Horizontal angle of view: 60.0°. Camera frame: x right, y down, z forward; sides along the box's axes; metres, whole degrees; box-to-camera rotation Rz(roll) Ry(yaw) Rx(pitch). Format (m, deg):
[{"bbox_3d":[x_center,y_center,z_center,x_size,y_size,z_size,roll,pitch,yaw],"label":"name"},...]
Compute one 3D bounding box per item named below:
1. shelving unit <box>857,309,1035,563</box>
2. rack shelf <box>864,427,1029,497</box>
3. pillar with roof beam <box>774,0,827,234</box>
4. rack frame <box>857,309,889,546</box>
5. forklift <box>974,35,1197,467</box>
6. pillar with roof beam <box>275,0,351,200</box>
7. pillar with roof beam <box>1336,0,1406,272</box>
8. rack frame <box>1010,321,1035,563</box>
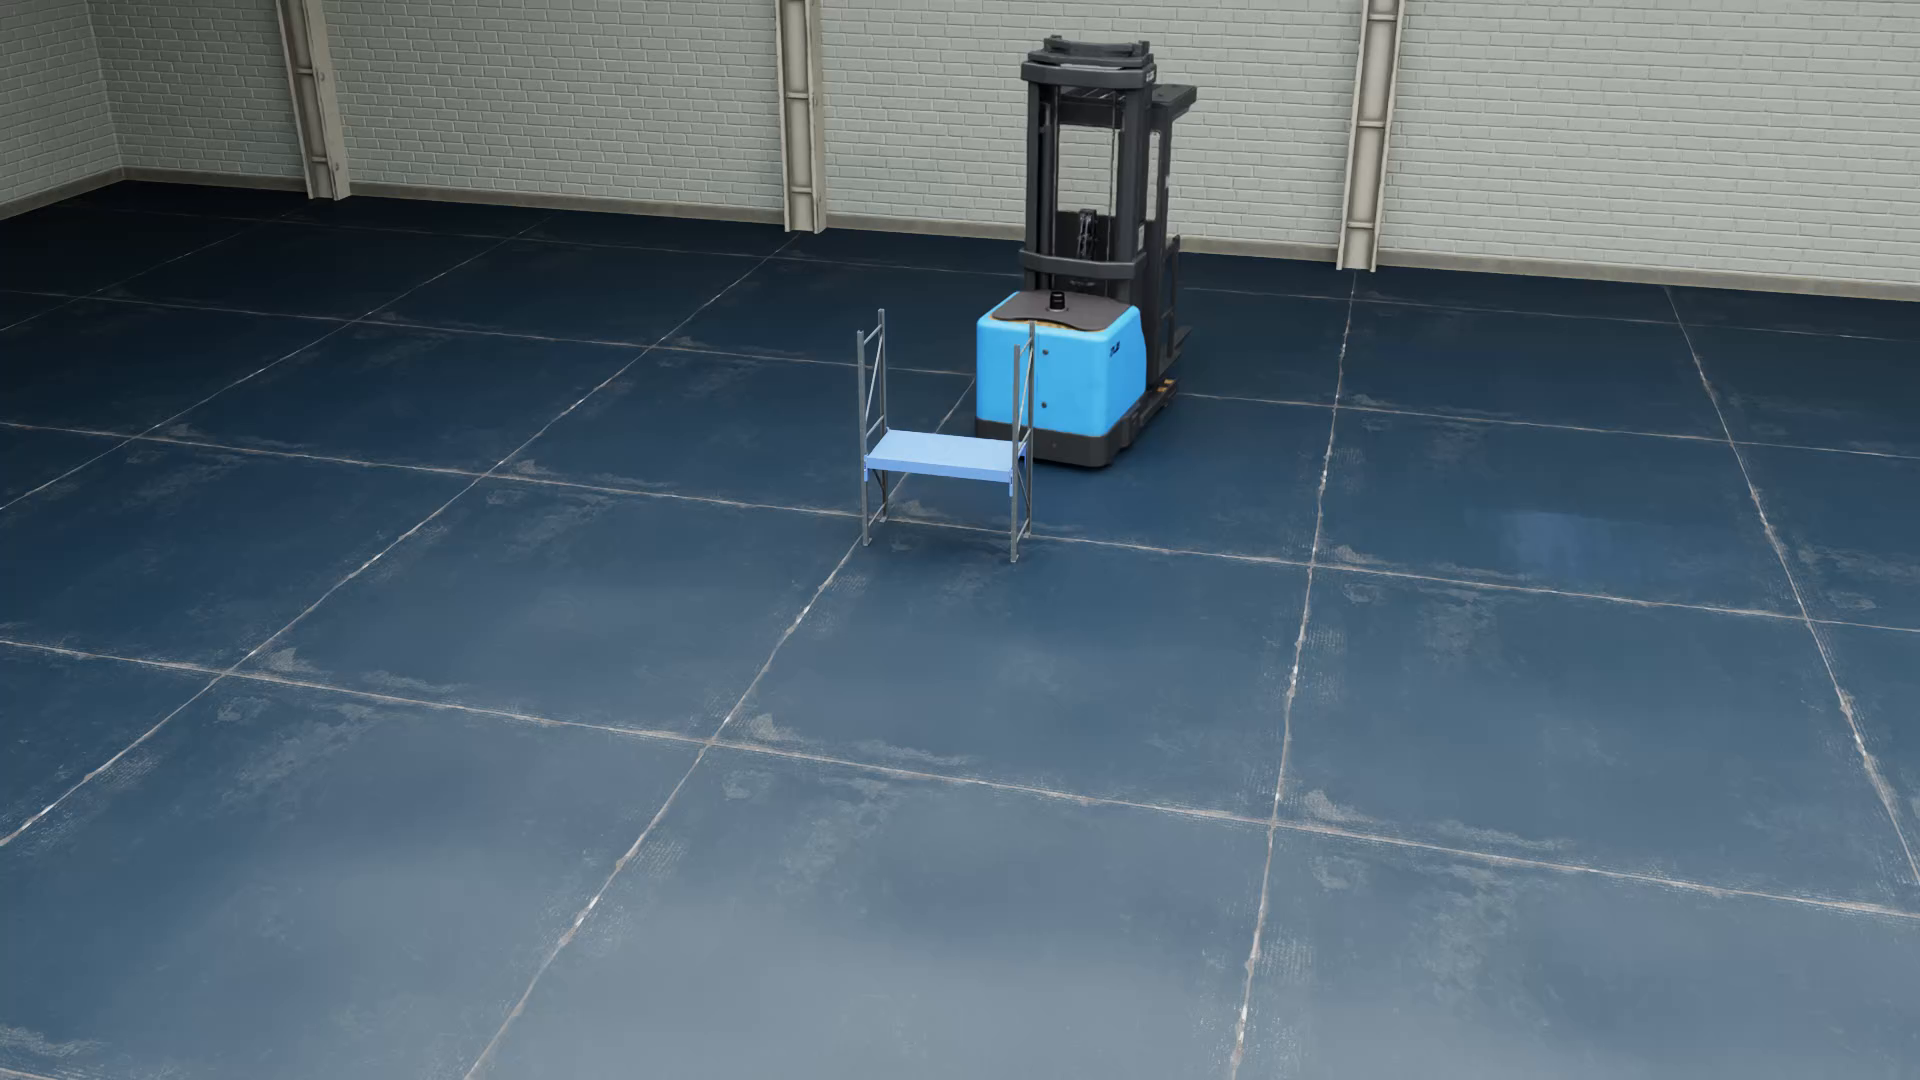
[{"bbox_3d":[-0.083,-0.686,10.947,1.048,1.500,0.538,6,26,13],"label":"shelving unit"},{"bbox_3d":[-0.083,-0.524,11.024,1.000,0.185,0.538,6,26,13],"label":"rack shelf"},{"bbox_3d":[-2.788,-5.737,12.832,0.400,9.000,9.100,6,26,13],"label":"pillar with roof beam"},{"bbox_3d":[-0.575,-0.741,11.061,0.032,1.500,0.500,6,26,13],"label":"rack frame"},{"bbox_3d":[1.150,-2.466,13.021,1.130,2.935,3.031,10,27,21],"label":"forklift"},{"bbox_3d":[-8.599,-6.379,14.181,0.400,9.000,9.100,6,26,13],"label":"pillar with roof beam"},{"bbox_3d":[3.022,-5.095,11.483,0.400,9.000,9.100,6,26,13],"label":"pillar with roof beam"},{"bbox_3d":[0.410,-0.632,10.832,0.032,1.500,0.500,6,26,13],"label":"rack frame"}]
